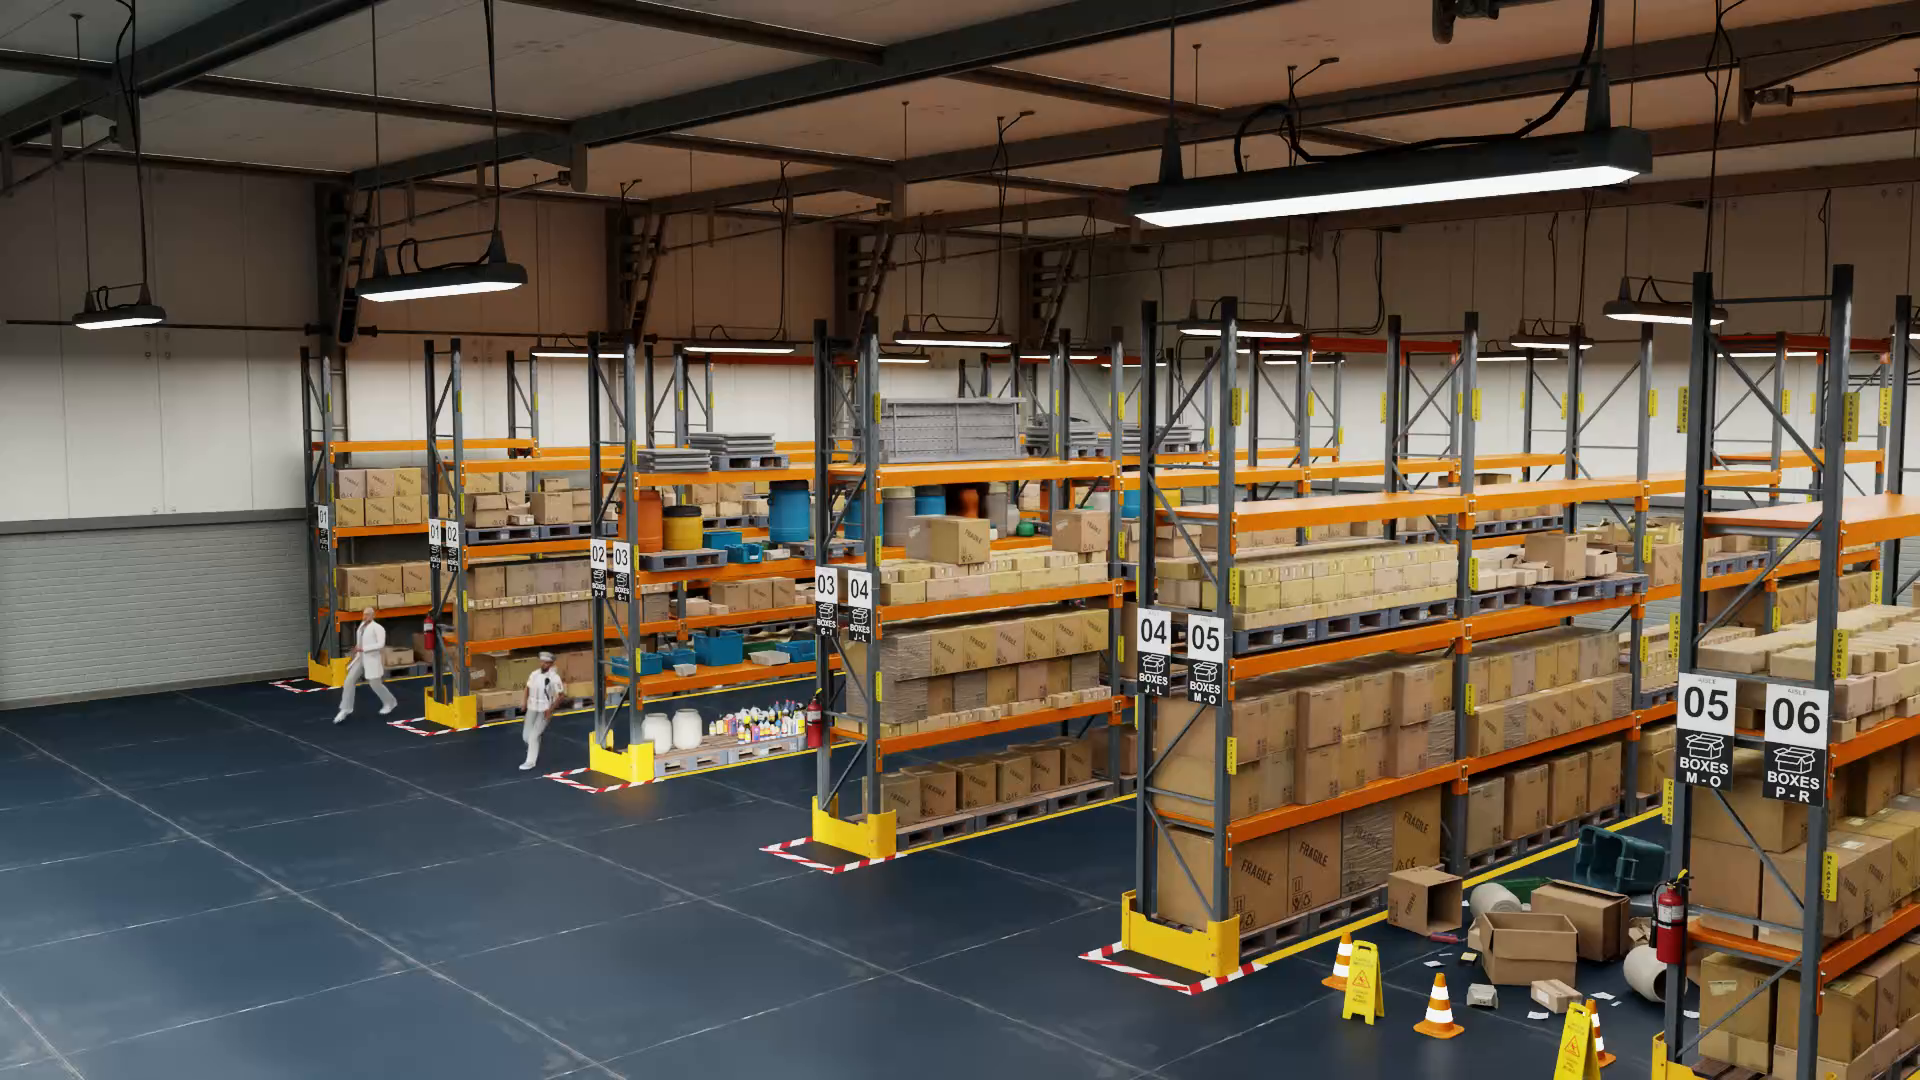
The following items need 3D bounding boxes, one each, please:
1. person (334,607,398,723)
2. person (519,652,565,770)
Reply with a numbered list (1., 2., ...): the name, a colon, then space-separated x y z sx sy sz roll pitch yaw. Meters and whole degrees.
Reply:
1. person: -9.388 1.960 26.403 0.706 1.806 1.003 3 6 31
2. person: -5.764 2.339 22.947 0.612 1.620 0.523 1 5 11
